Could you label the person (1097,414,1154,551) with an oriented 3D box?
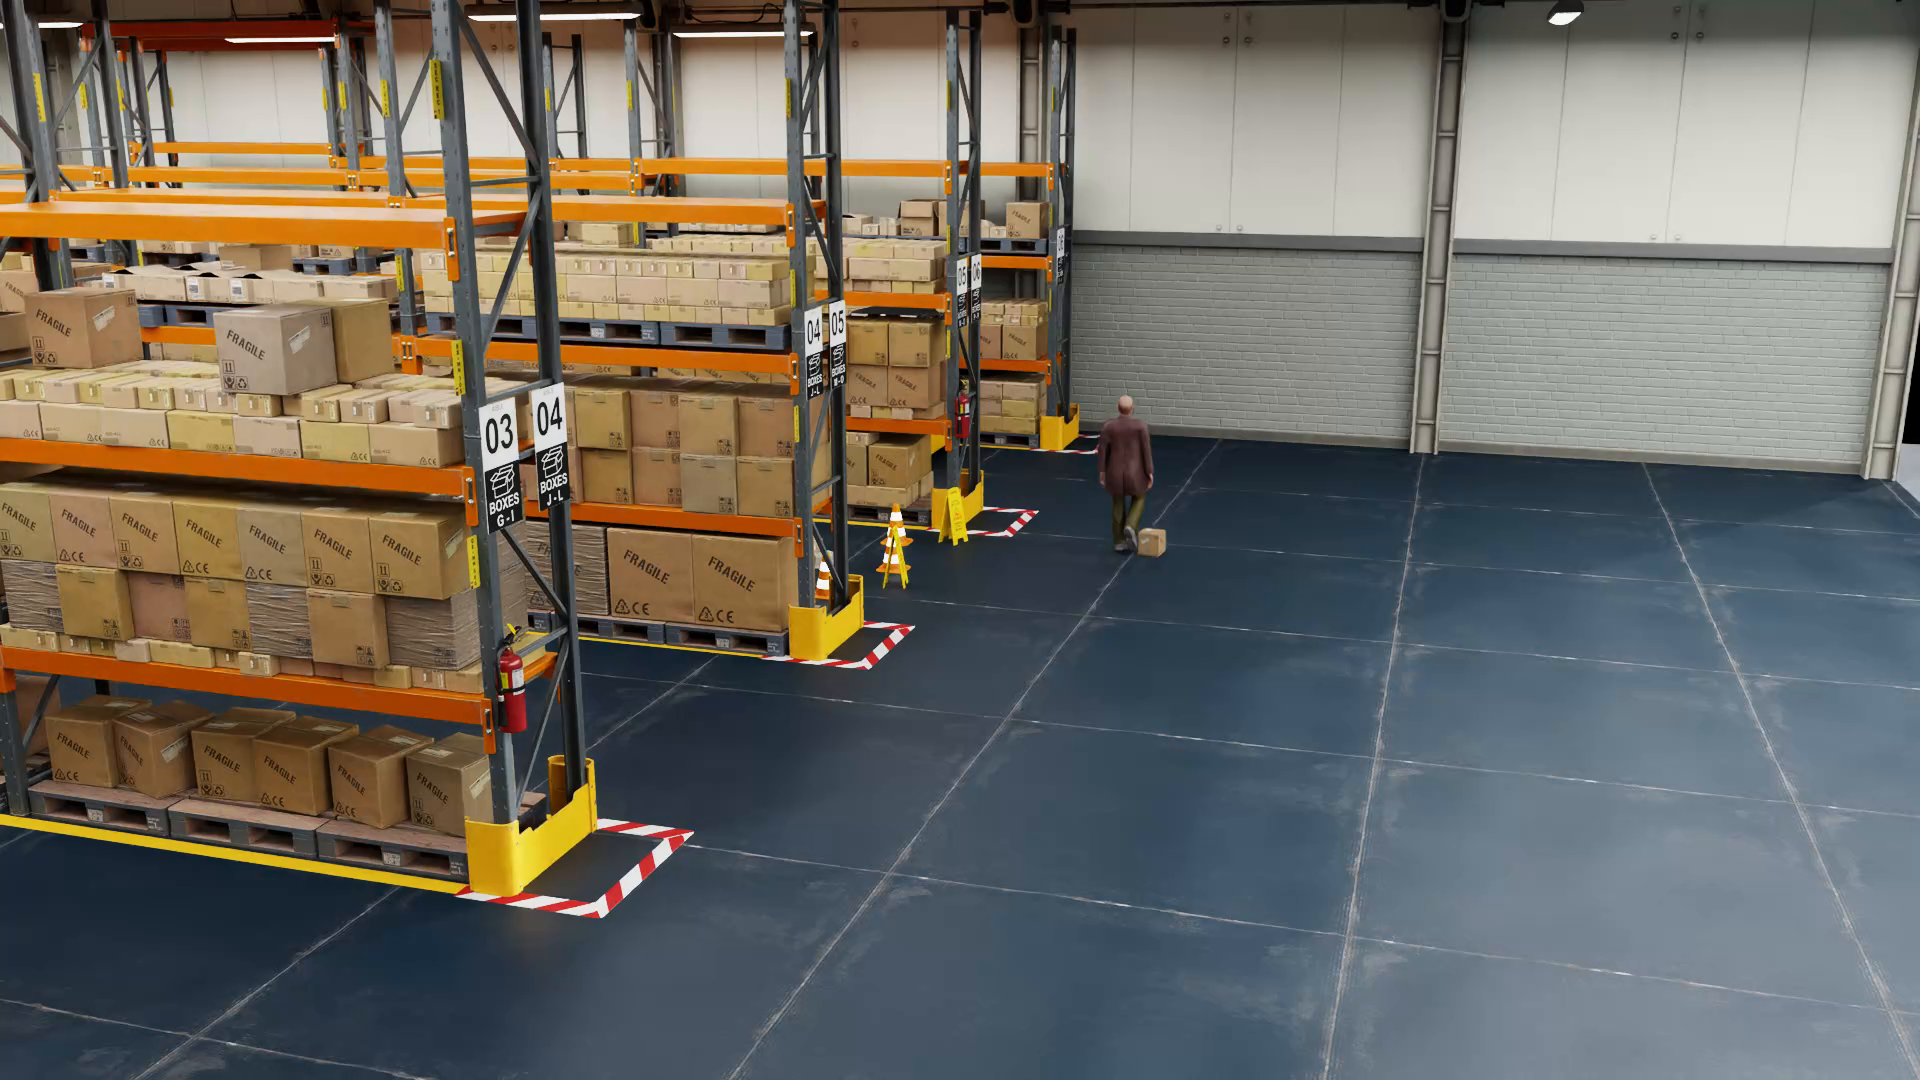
[{"bbox_3d":[1.875,-0.661,18.823,0.653,1.574,0.534,3,15,10],"label":"person"}]
